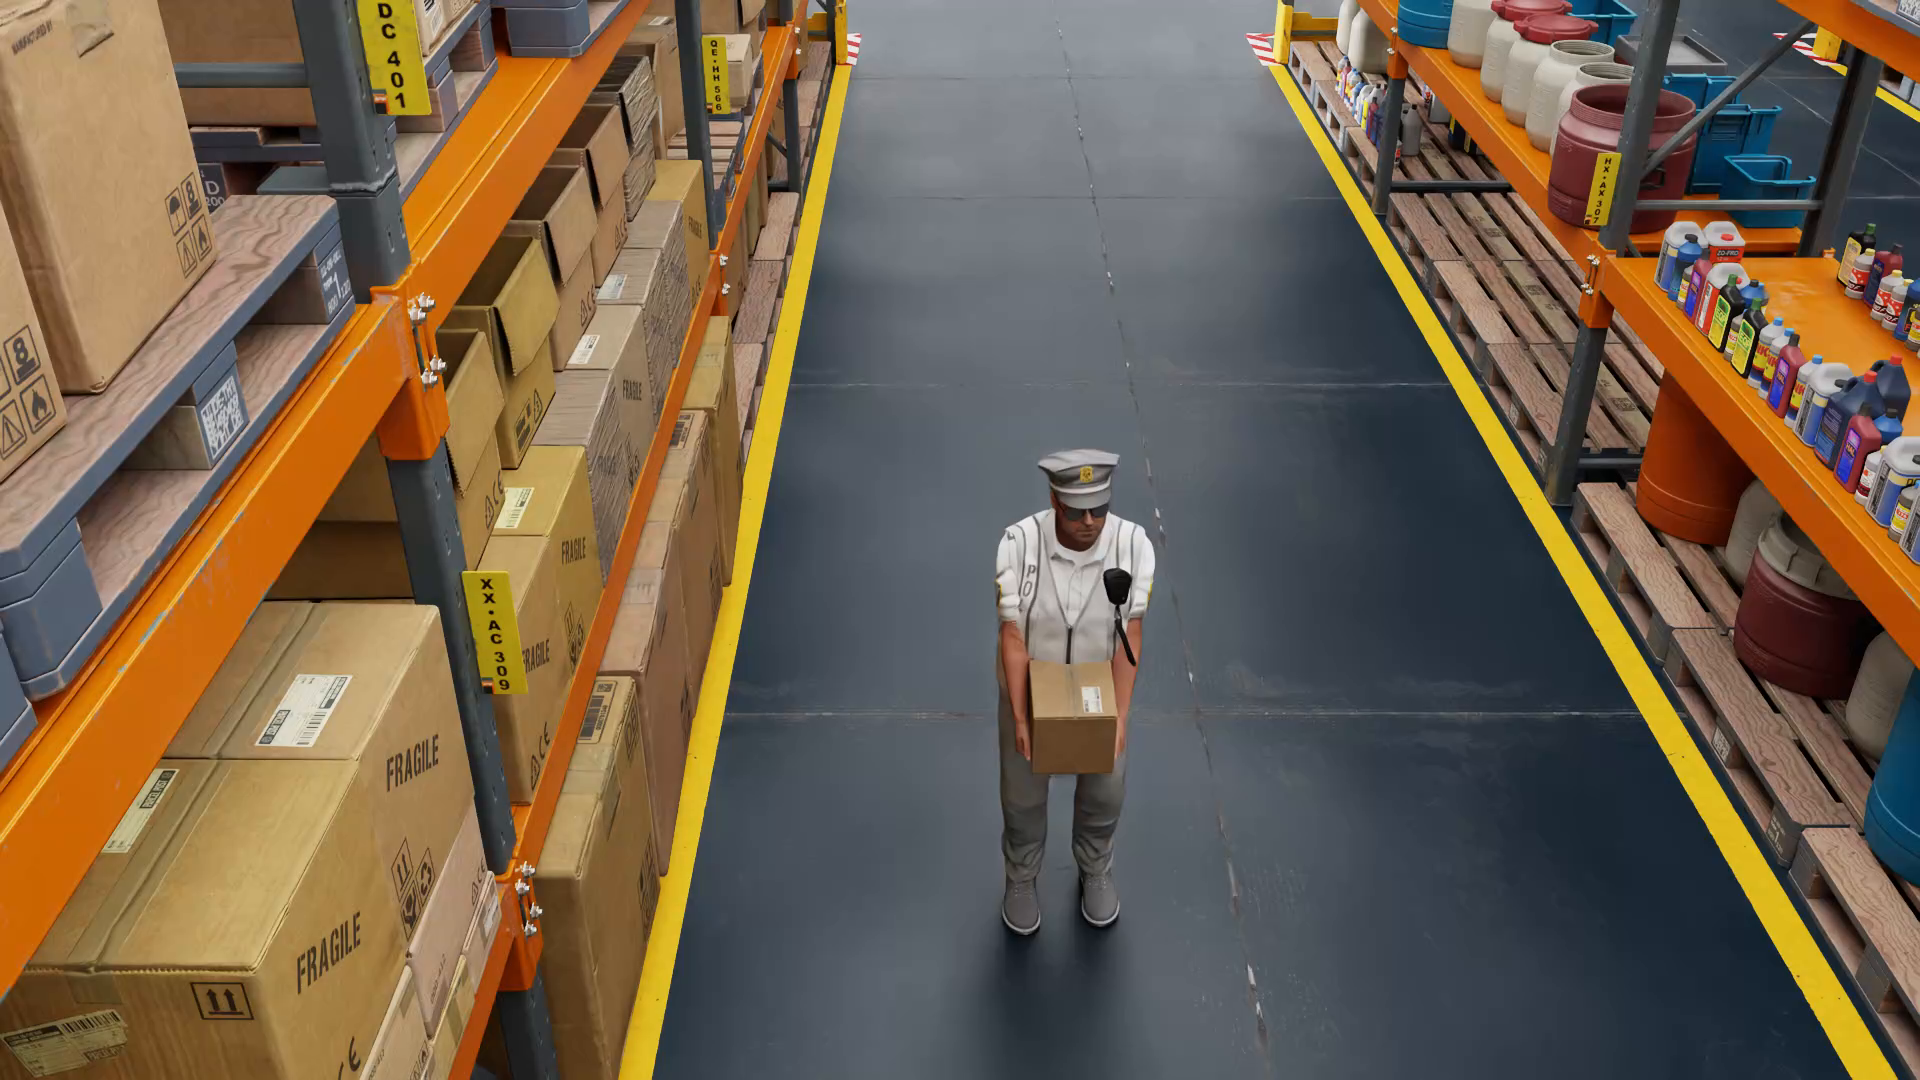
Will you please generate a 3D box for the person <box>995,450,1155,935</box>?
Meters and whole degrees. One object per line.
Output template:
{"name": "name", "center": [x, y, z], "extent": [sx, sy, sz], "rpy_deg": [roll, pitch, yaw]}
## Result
{"name": "person", "center": [0.353, 0.506, 5.293], "extent": [0.490, 1.764, 0.575], "rpy_deg": [-1, 31, -1]}
